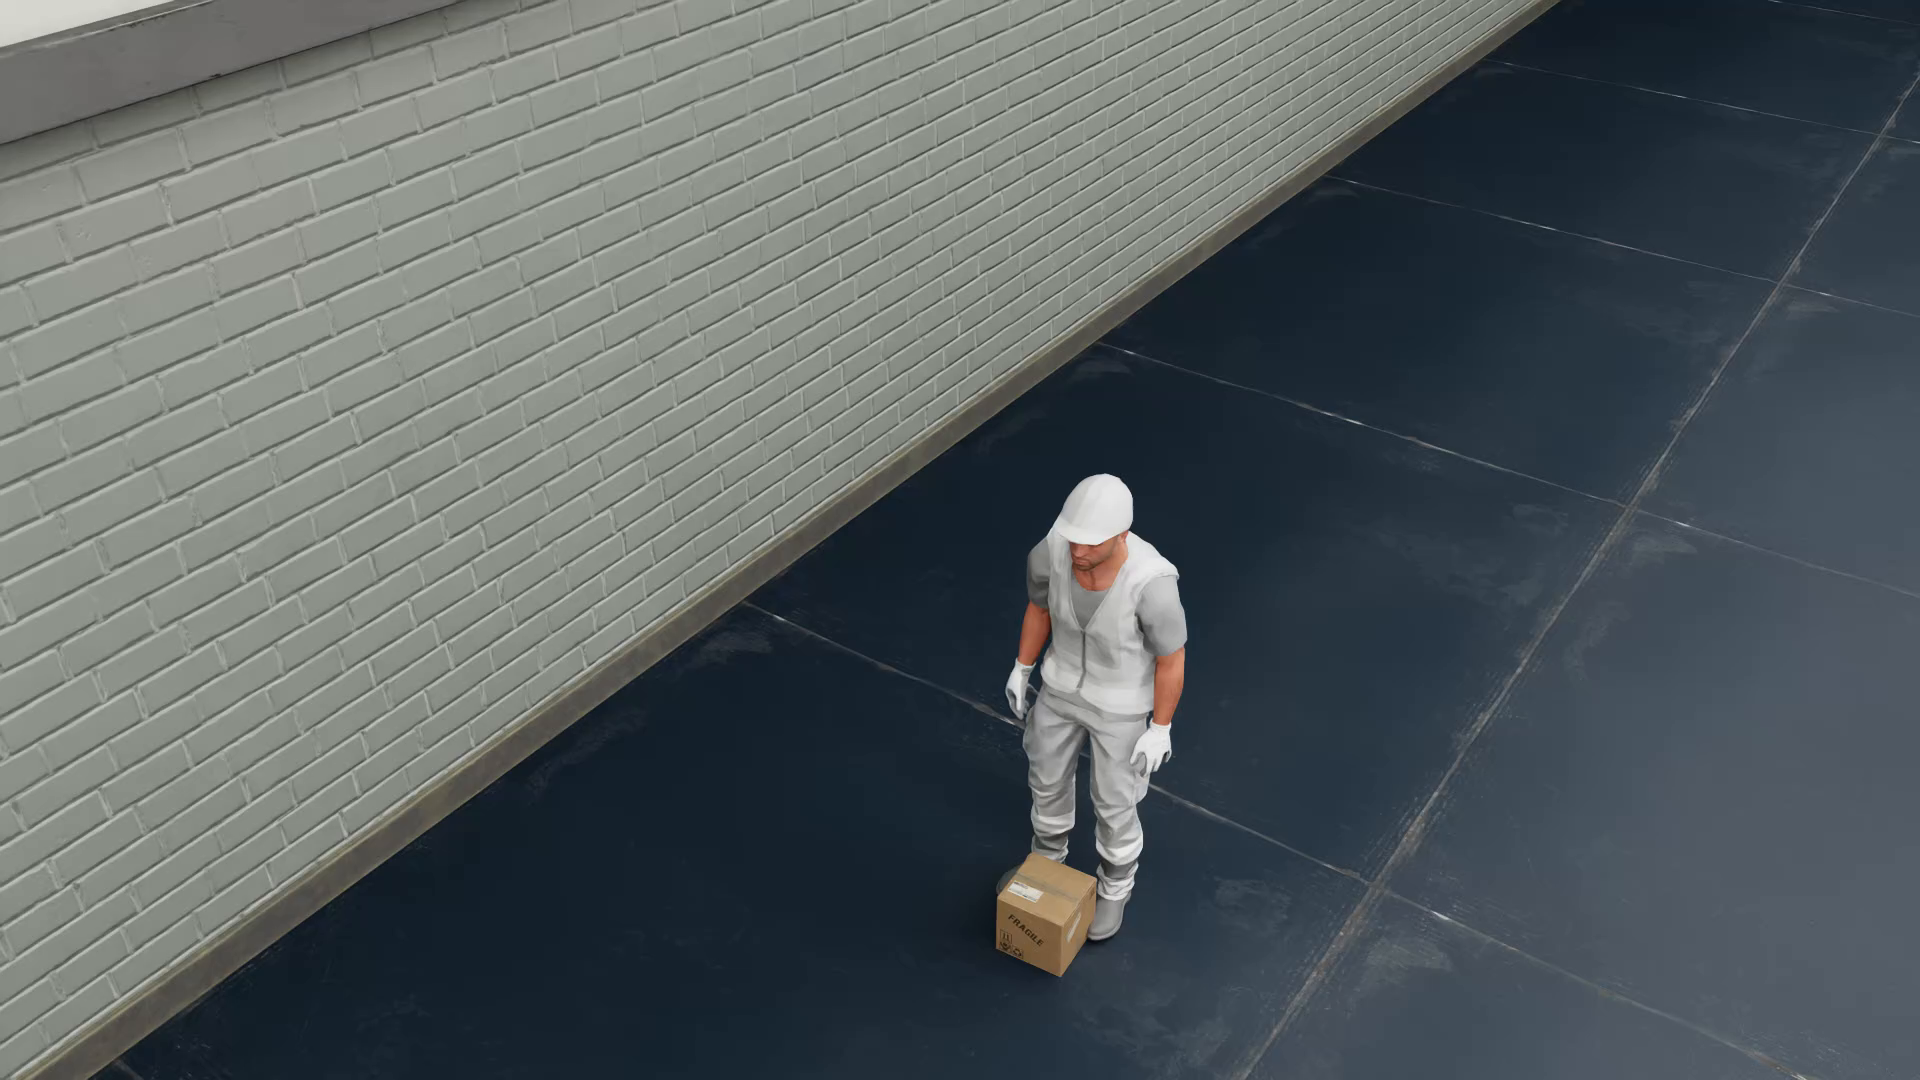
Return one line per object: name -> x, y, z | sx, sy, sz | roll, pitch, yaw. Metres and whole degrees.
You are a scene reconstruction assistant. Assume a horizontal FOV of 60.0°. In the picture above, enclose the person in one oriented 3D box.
person -> 0.420, 0.527, 5.357 | 0.609, 1.779, 0.449 | 22, 40, 28
